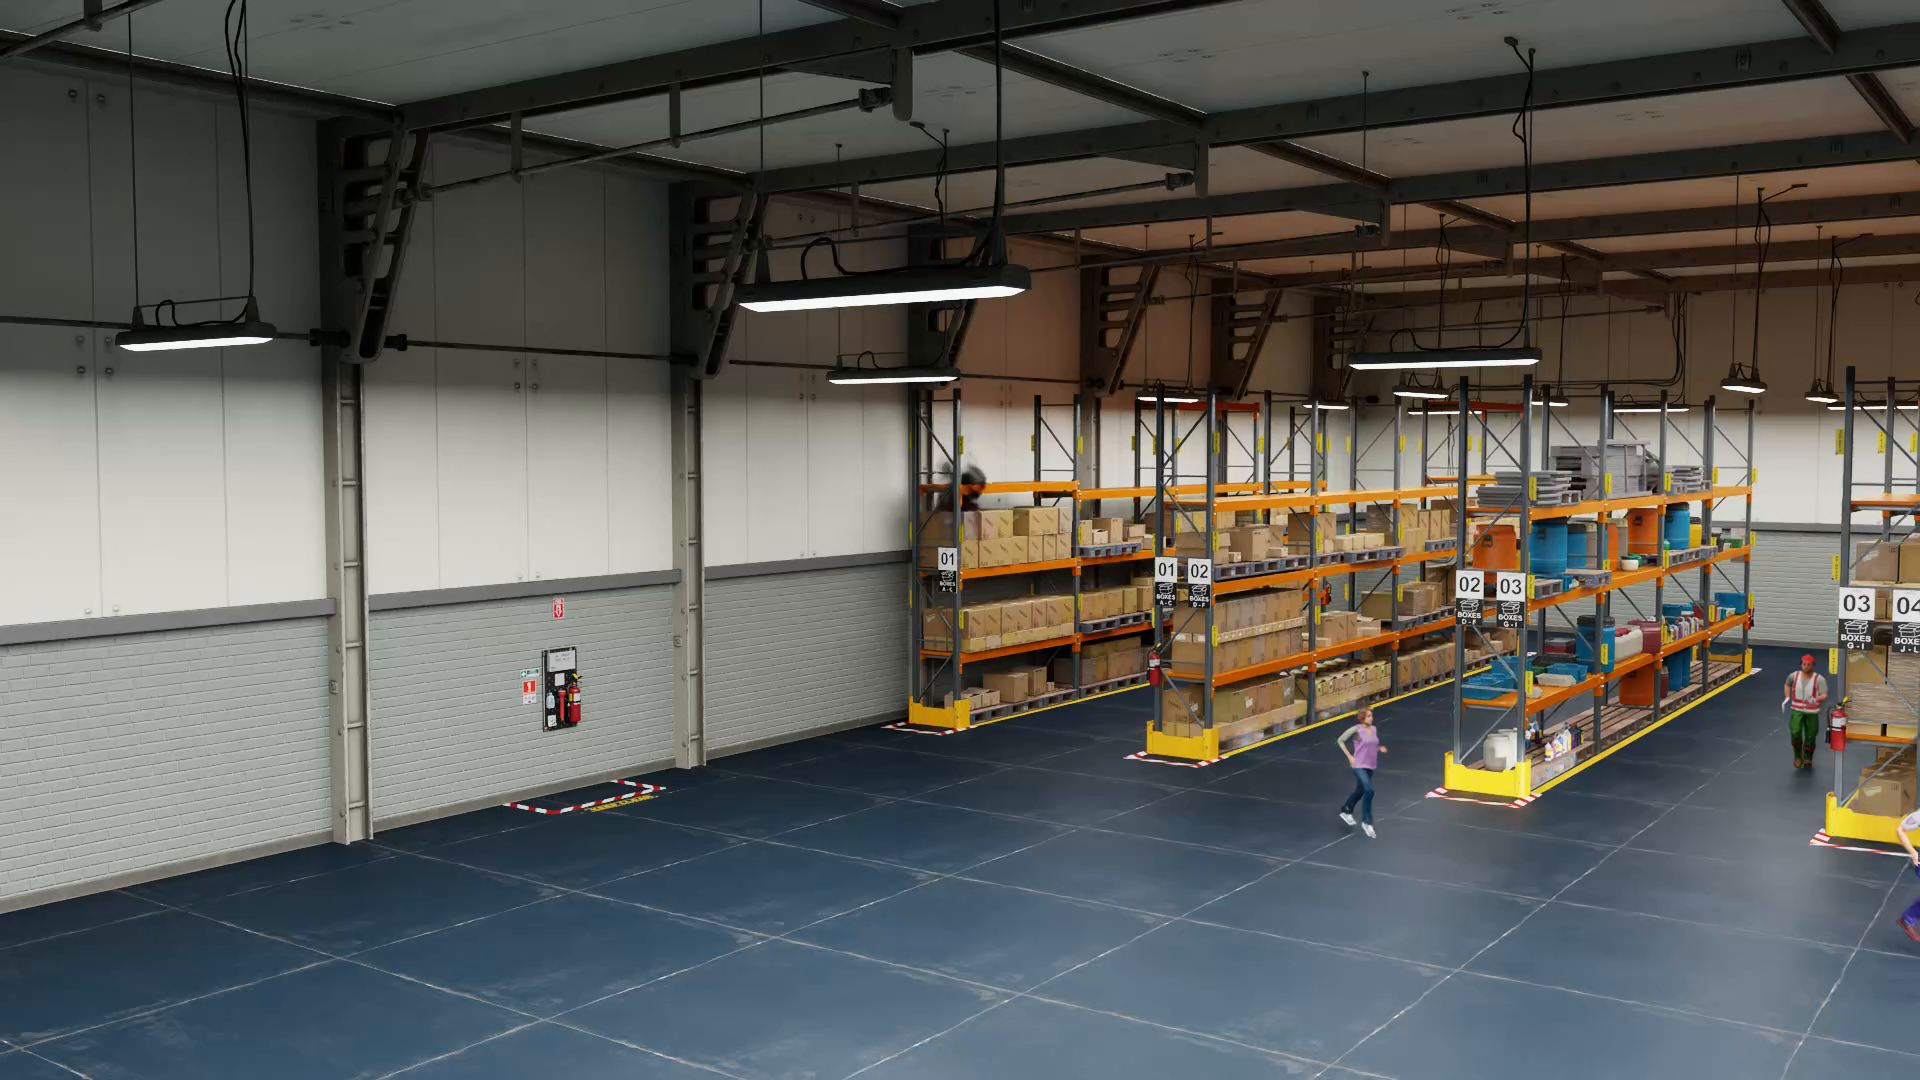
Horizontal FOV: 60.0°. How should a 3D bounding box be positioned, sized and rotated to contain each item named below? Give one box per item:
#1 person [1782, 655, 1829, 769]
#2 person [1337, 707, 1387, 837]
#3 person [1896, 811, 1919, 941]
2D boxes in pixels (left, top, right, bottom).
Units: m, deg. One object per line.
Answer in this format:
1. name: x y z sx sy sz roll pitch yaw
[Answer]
1. person: 13.004 2.650 25.608 0.649 1.778 0.785 2 4 32
2. person: 5.202 2.977 21.509 0.522 1.646 0.735 -2 4 -35
3. person: 9.585 3.239 16.333 0.594 1.658 0.895 -2 4 -26
